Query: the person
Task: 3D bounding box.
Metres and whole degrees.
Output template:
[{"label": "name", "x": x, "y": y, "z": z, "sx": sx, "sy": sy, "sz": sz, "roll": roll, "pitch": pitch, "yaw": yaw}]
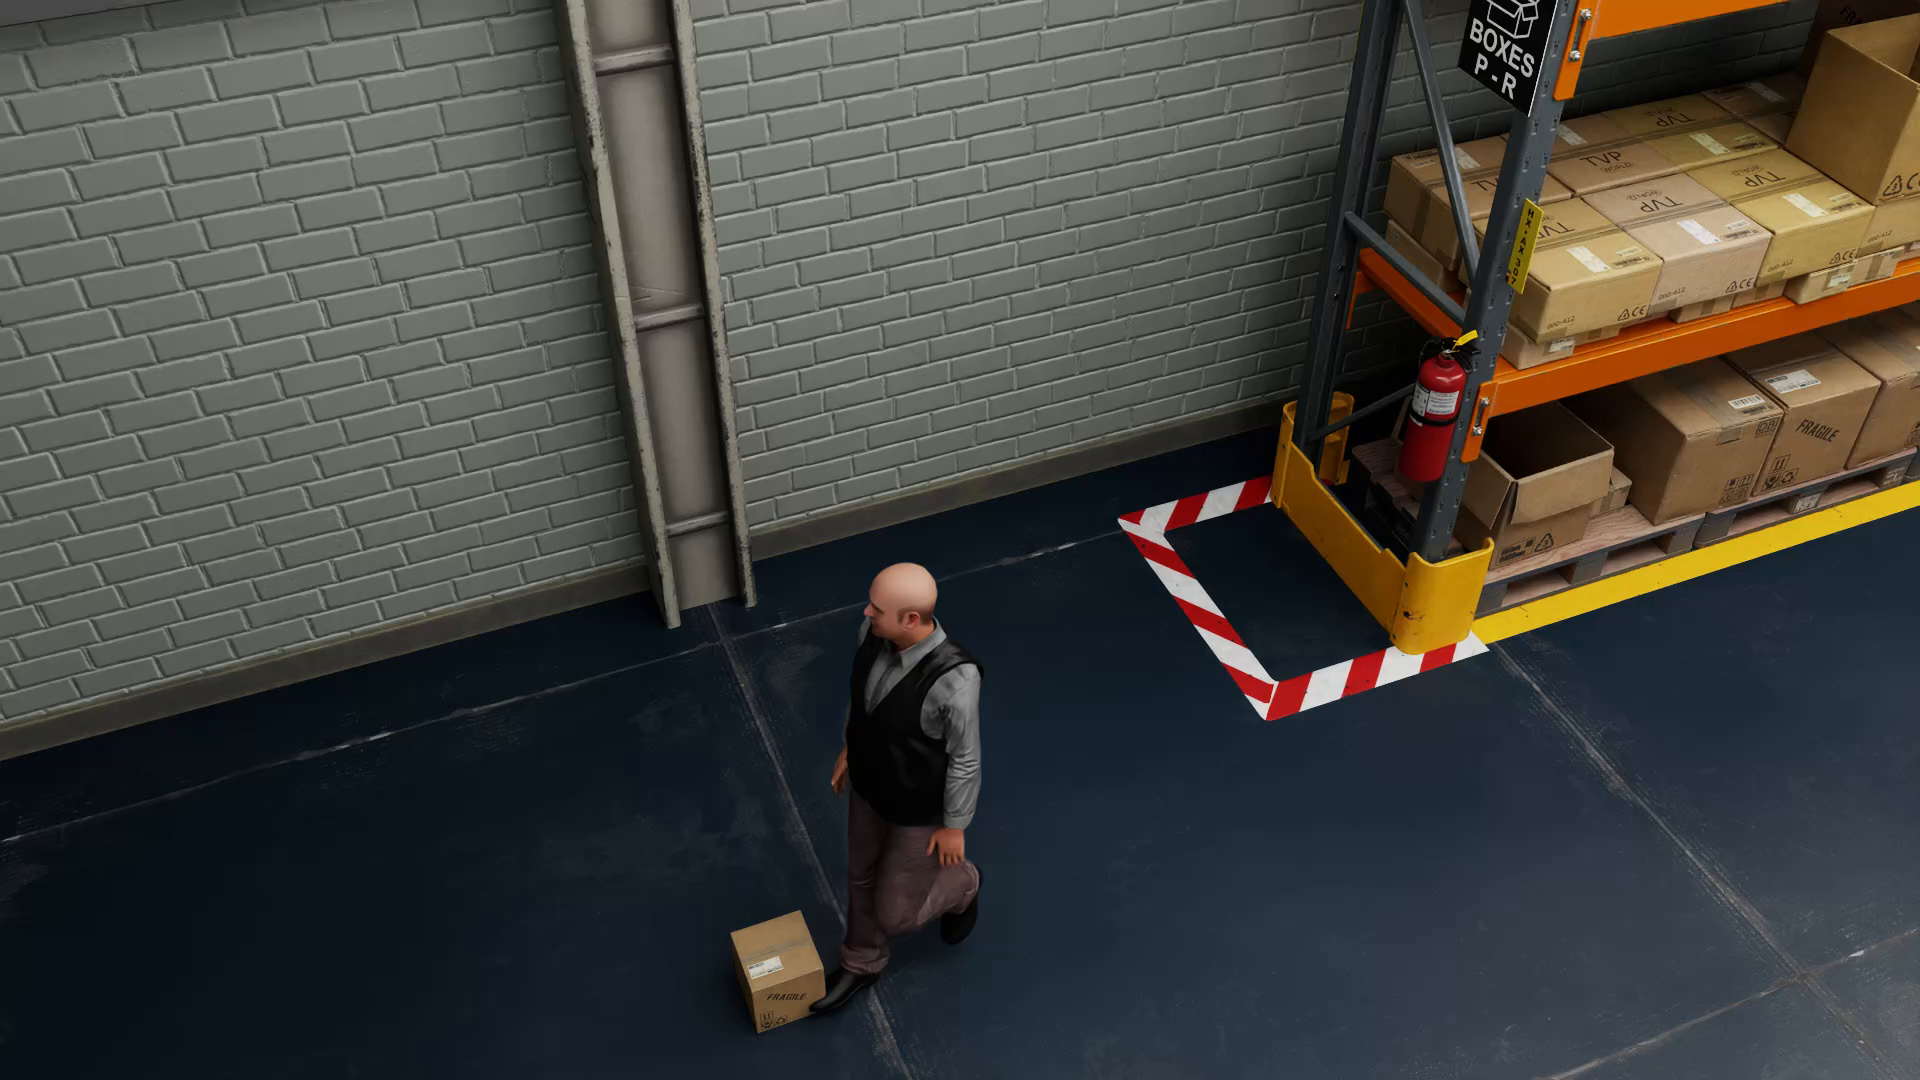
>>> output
[{"label": "person", "x": -0.245, "y": 0.858, "z": 5.274, "sx": 0.700, "sy": 1.607, "sz": 0.603, "roll": -27, "pitch": 48, "yaw": -28}]
